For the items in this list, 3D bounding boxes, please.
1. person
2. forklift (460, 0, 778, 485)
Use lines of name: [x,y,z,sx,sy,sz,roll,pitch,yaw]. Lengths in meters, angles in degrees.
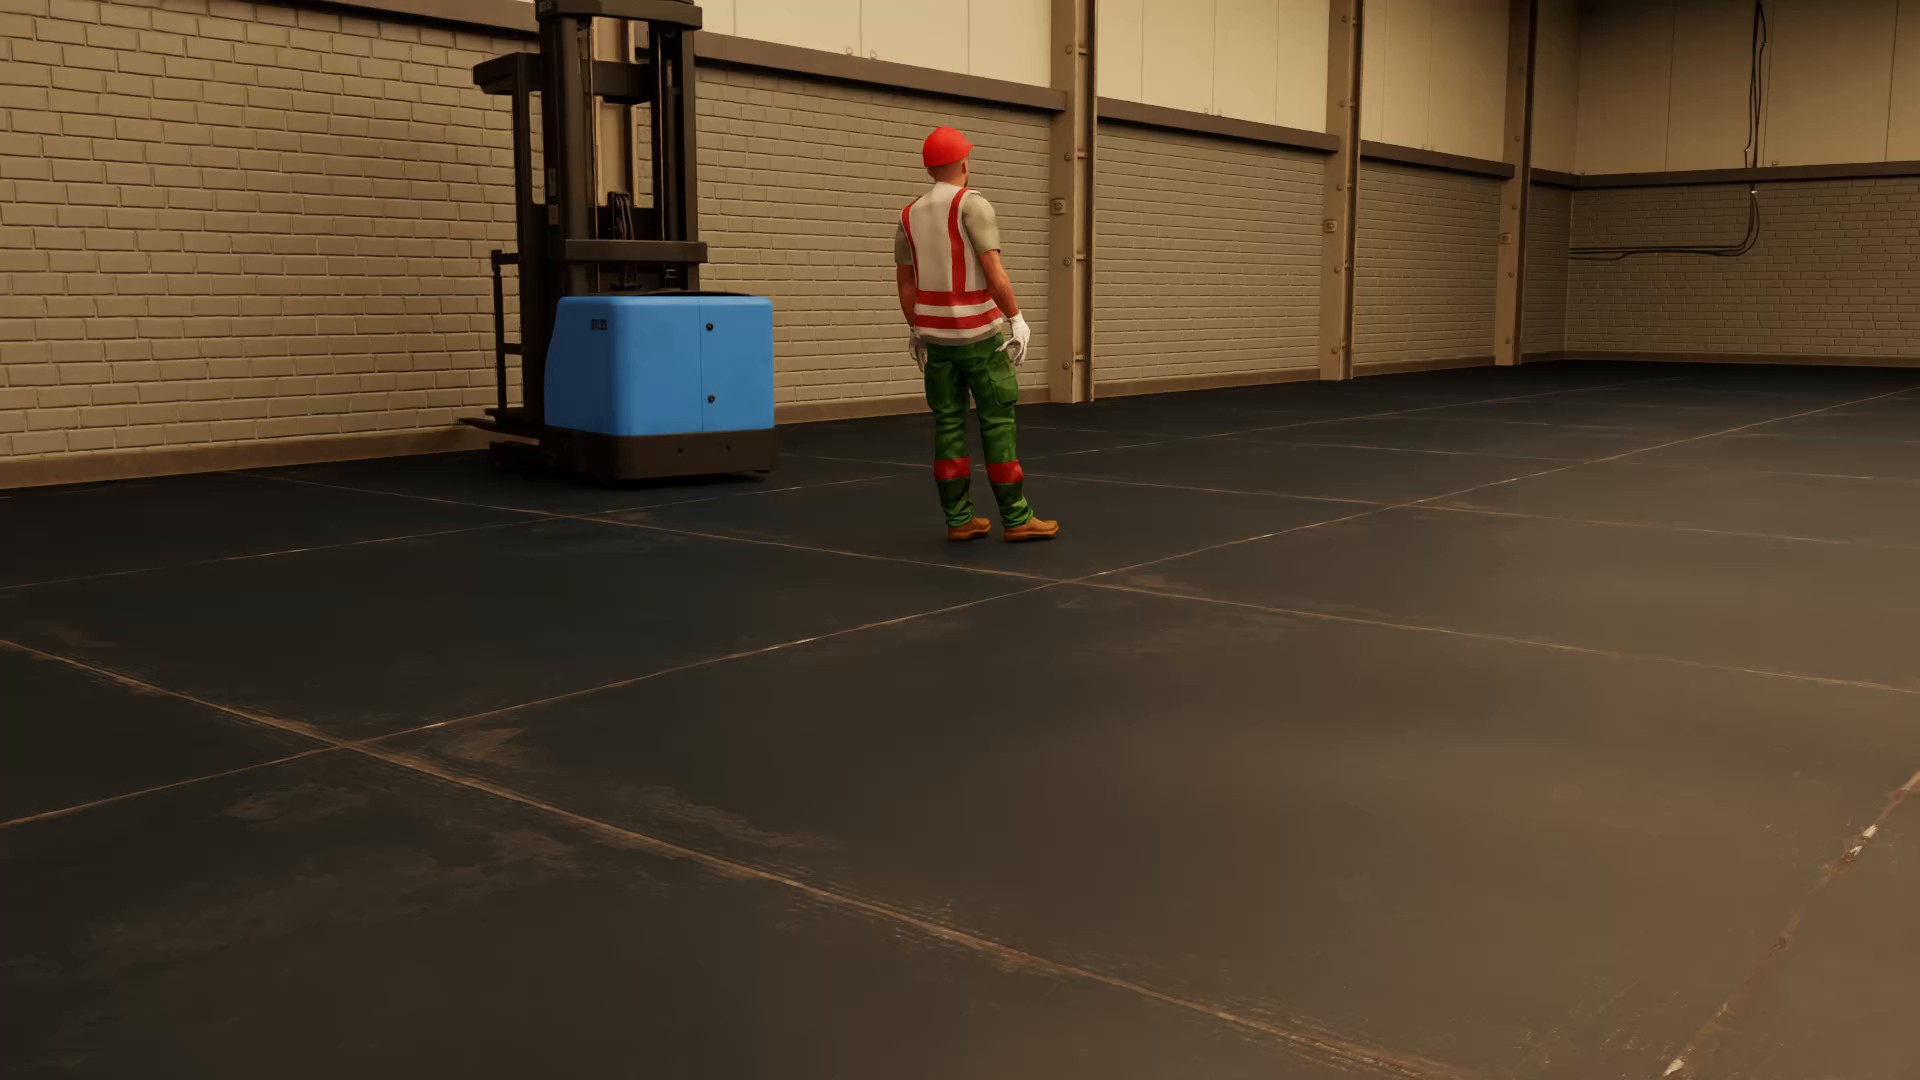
person: [0.060,-0.901,7.329,0.637,1.790,0.562,7,11,38]
forklift: [-2.345,-1.930,10.468,1.130,2.935,3.031,-6,10,-36]
